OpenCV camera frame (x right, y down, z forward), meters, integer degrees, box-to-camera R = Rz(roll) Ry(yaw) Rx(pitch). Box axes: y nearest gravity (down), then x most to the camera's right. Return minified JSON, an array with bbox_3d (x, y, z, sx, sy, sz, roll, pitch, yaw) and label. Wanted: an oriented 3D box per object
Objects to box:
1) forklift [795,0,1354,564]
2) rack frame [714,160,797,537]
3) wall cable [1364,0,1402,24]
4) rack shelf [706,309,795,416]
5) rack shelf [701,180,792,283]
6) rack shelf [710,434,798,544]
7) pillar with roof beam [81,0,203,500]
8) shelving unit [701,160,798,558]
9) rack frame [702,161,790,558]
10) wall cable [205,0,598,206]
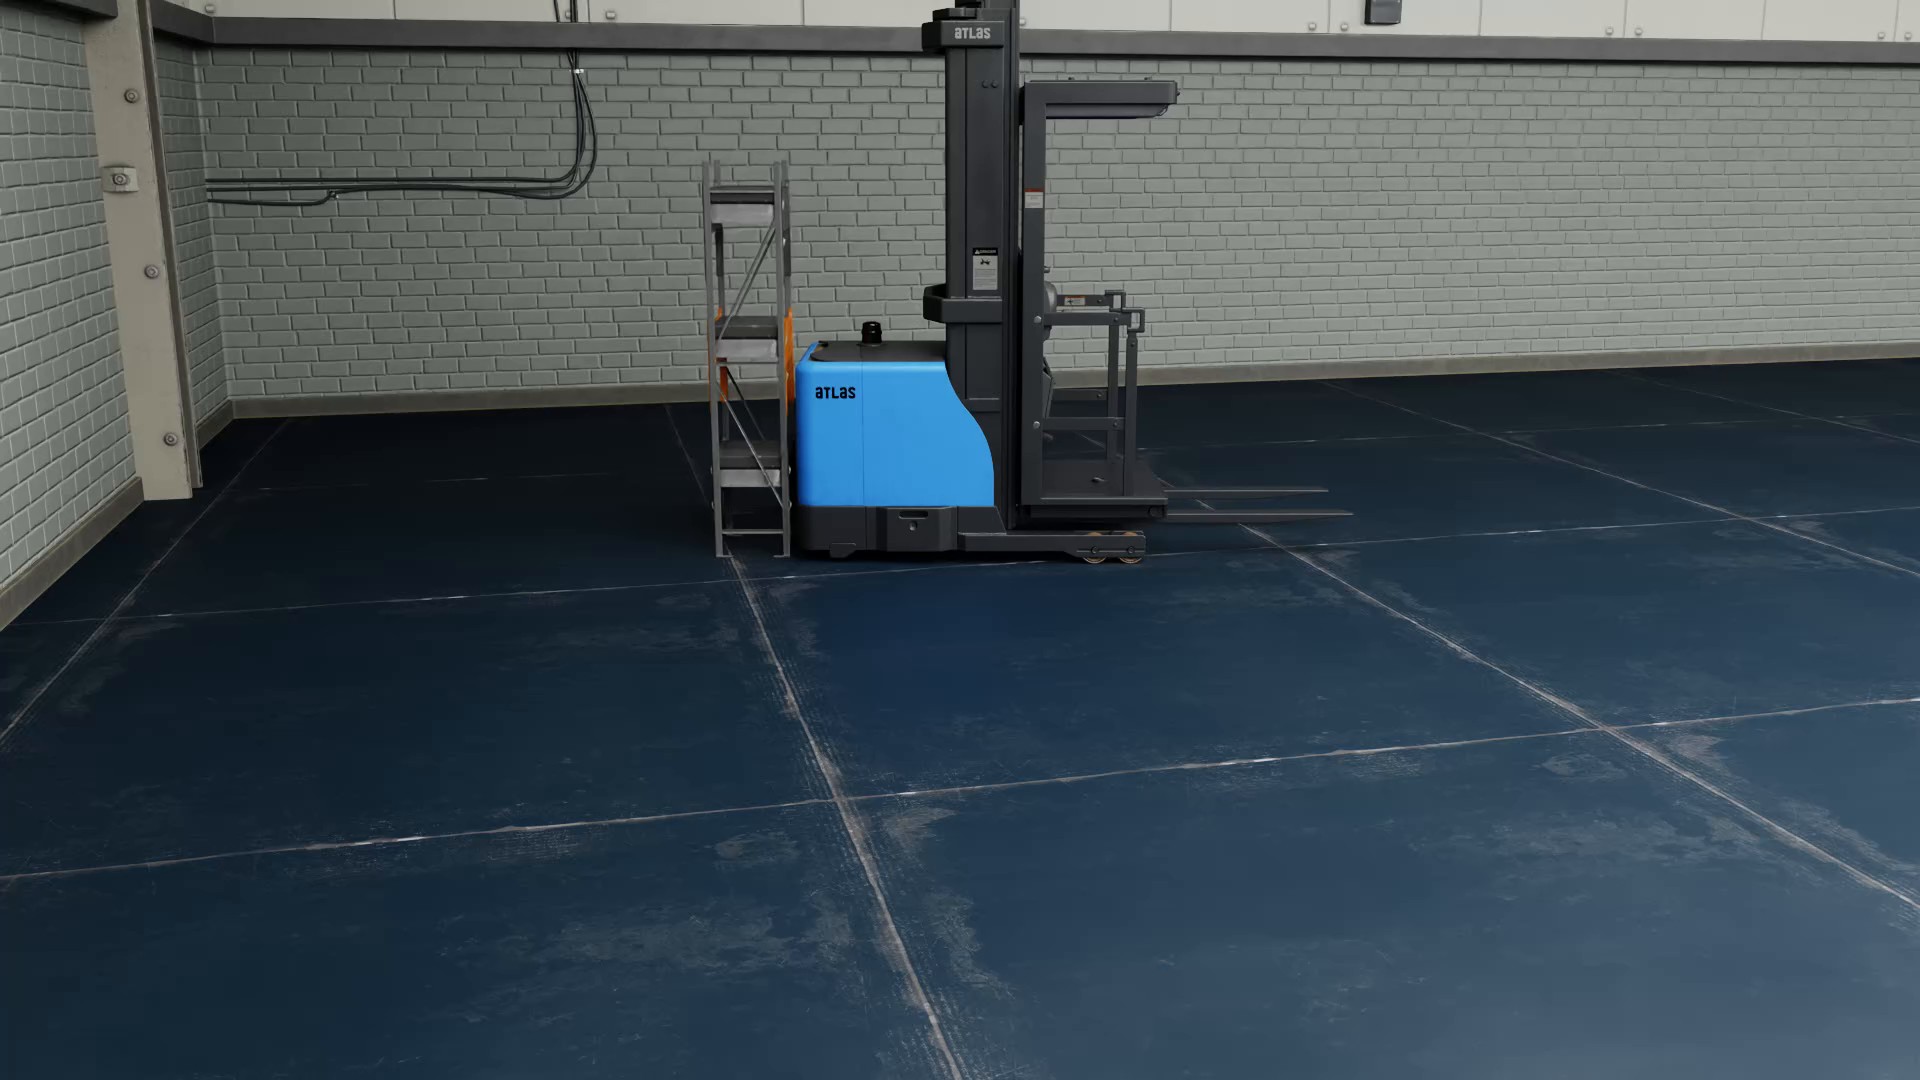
[{"bbox_3d":[0.631,-1.424,9.082,3.031,2.935,1.130,0,14,0],"label":"forklift"},{"bbox_3d":[-1.133,-1.040,9.262,0.400,2.100,0.015,0,14,-1],"label":"rack frame"},{"bbox_3d":[4.769,-7.603,14.422,2.305,6.003,0.169,-3,14,-13],"label":"wall cable"},{"bbox_3d":[-1.129,-0.969,9.028,0.431,0.518,0.480,0,14,-1],"label":"rack shelf"},{"bbox_3d":[-1.129,-1.649,8.862,0.431,0.518,0.480,0,14,-1],"label":"rack shelf"},{"bbox_3d":[-1.129,-0.289,9.194,0.431,0.518,0.480,0,14,-1],"label":"rack shelf"},{"bbox_3d":[-0.872,-4.912,10.573,9.100,9.000,0.400,-3,14,-13],"label":"pillar with roof beam"},{"bbox_3d":[-1.129,-0.983,9.025,0.431,2.100,0.503,0,14,-1],"label":"shelving unit"},{"bbox_3d":[-1.124,-0.925,8.788,0.400,2.100,0.015,0,14,-1],"label":"rack frame"},{"bbox_3d":[-4.463,-3.917,13.043,3.097,2.526,0.112,-3,14,-13],"label":"wall cable"}]
